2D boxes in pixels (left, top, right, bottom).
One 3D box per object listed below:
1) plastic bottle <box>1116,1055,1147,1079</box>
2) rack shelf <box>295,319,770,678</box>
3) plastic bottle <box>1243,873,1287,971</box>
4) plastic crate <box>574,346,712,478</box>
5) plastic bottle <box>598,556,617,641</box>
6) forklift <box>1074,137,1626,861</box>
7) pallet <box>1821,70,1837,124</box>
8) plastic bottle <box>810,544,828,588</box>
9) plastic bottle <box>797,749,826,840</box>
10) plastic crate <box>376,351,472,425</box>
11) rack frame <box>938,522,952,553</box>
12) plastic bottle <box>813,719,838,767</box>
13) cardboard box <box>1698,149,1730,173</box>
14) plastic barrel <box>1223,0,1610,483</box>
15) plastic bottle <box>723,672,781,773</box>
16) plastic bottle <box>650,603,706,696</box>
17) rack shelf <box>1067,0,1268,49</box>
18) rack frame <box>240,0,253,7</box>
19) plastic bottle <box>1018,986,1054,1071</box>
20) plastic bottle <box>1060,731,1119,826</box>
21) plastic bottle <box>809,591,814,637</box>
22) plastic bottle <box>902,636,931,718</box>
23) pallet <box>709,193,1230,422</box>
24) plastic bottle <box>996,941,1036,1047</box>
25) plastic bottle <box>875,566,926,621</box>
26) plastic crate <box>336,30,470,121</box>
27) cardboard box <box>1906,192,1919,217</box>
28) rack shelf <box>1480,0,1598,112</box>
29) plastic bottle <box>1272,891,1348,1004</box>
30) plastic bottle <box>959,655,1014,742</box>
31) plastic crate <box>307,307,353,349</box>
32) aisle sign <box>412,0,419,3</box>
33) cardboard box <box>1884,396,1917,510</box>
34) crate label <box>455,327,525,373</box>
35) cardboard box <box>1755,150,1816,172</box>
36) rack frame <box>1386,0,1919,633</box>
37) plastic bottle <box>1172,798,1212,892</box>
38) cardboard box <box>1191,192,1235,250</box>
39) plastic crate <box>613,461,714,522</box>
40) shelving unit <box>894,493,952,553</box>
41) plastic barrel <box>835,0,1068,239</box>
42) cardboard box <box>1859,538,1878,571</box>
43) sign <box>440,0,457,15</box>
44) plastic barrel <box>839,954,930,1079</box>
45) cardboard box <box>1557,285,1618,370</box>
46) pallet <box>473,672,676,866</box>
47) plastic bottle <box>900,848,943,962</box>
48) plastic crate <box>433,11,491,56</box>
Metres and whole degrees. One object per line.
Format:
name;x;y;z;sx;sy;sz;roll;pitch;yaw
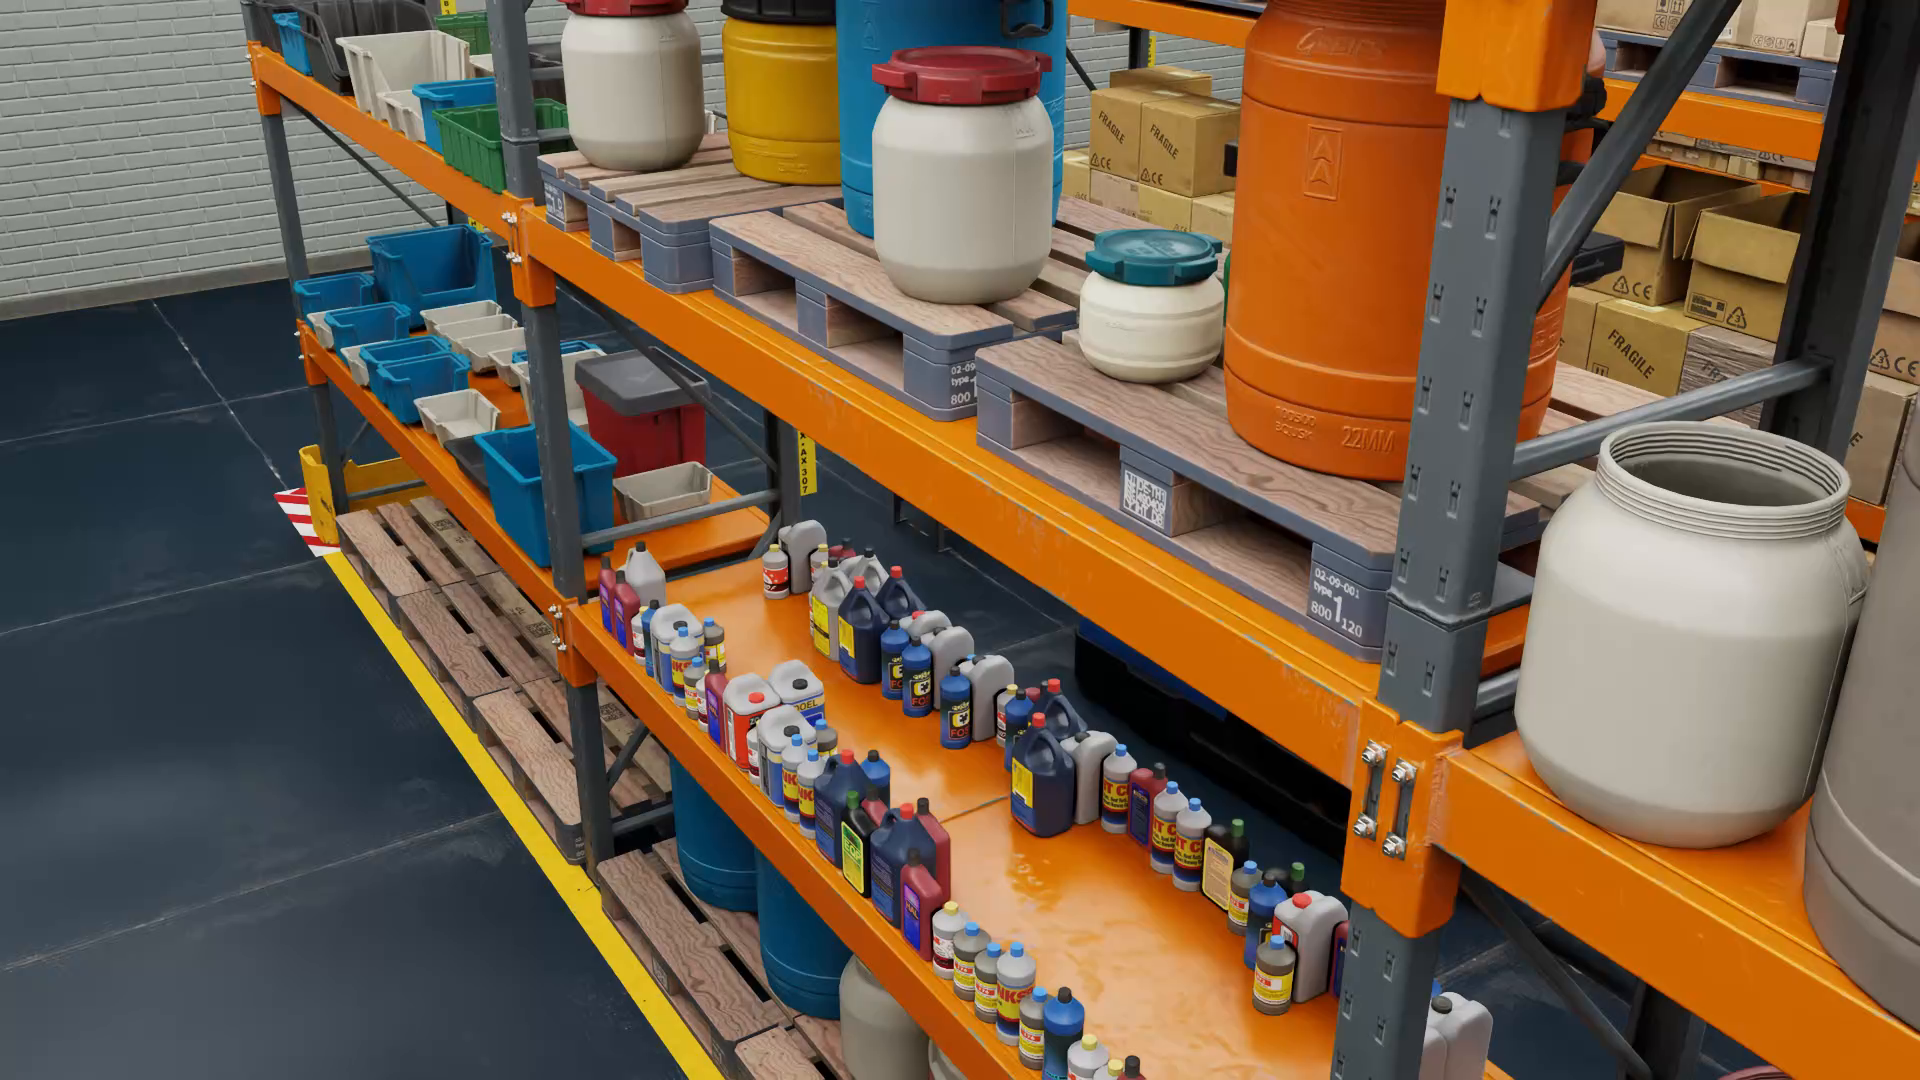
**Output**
plastic bottle;0.397;1.278;3.666;0.061;0.283;0.133;-16;29;-30
rack shelf;-2.174;-0.468;8.070;1.077;0.370;4.000;-16;29;-30
plastic bottle;0.792;0.982;4.307;0.097;0.271;0.097;0;25;0
plastic crate;-1.360;-0.512;7.175;0.402;0.464;0.583;-16;29;-30
plastic bottle;-1.240;0.206;5.937;0.061;0.283;0.133;-16;29;-30
forklift;1.843;-0.228;6.799;1.130;2.935;3.031;-18;30;-33
pallet;4.242;-1.689;6.523;1.003;0.211;1.213;-14;29;-27
plastic bottle;-0.510;0.113;6.230;0.097;0.201;0.097;0;25;0
plastic bottle;-0.423;0.732;4.837;0.097;0.271;0.097;0;25;0
plastic crate;-2.524;-0.716;7.880;0.416;0.233;0.300;-16;29;-30
rack frame;0.043;-0.921;9.242;0.400;2.100;0.015;-16;29;-30
plastic bottle;-0.422;0.645;5.103;0.097;0.201;0.097;0;25;0
cardboard box;5.891;-2.930;12.738;0.380;0.149;0.250;-14;29;-28
plastic barrel;0.794;-0.591;2.980;0.600;0.830;0.708;-16;29;-30
plastic bottle;-0.643;0.564;5.187;0.152;0.276;0.135;-16;29;-30
plastic bottle;-0.949;0.364;5.611;0.152;0.276;0.135;-16;29;-30
rack shelf;1.976;-2.978;9.874;1.077;0.370;4.000;-16;29;-30
rack frame;-3.266;-4.221;8.151;1.000;3.000;0.127;-16;29;-30
plastic bottle;0.190;1.165;4.001;0.097;0.201;0.097;0;25;0
plastic bottle;0.379;0.683;4.935;0.152;0.276;0.135;-16;29;-30
plastic bottle;-0.491;0.244;5.952;0.097;0.201;0.097;0;25;0
plastic bottle;-0.142;0.441;5.453;0.097;0.271;0.097;0;25;0
pallet;0.049;-0.686;4.397;1.003;0.211;1.213;-16;29;-30
plastic bottle;0.137;1.099;4.060;0.097;0.271;0.097;0;25;0
plastic bottle;-0.205;0.263;5.736;0.144;0.351;0.185;-16;29;-30
plastic crate;-2.315;-1.947;6.985;0.437;0.282;0.530;-16;29;-30
cardboard box;6.694;-2.352;11.514;0.380;0.149;0.250;-16;30;-31
rack shelf;2.193;-0.138;0.813;1.077;0.370;4.000;-16;29;-30
plastic bottle;0.883;1.014;4.235;0.152;0.276;0.135;-16;29;-30
plastic bottle;0.079;0.486;5.352;0.152;0.276;0.135;-16;29;-30
plastic crate;-3.301;-1.117;8.841;0.250;0.136;0.298;-16;29;-30
aisle sign;-3.060;-2.778;9.076;0.394;0.787;0.004;-16;29;-30
cardboard box;4.221;-0.330;6.818;0.500;0.500;0.500;-17;30;-31
crate label;-2.350;-0.966;8.521;0.396;0.136;0.243;-16;29;-30
cardboard box;6.225;-3.003;12.131;0.500;0.500;0.500;-16;29;-30
rack frame;1.101;-1.360;2.089;1.000;3.000;0.127;-16;29;-30
plastic bottle;0.644;0.838;4.613;0.097;0.271;0.097;0;25;0
cardboard box;1.770;-1.944;10.182;0.500;0.250;0.500;-16;30;-31
plastic crate;-1.217;-0.185;6.867;0.396;0.136;0.243;-16;29;-30
shelving unit;-0.090;-1.009;9.427;0.431;2.100;0.503;-16;29;-30
plastic barrel;-0.022;-1.276;4.346;0.600;0.901;0.708;-16;29;-30
cardboard box;4.412;0.397;7.391;1.225;0.875;0.875;-15;29;-29
sign;-2.814;-2.951;9.097;0.100;0.325;0.005;-16;29;-30
plastic barrel;-0.180;1.532;5.413;0.421;0.512;0.421;0;25;0
cardboard box;3.109;-1.054;8.353;0.500;0.500;0.500;-15;29;-29
pallet;-1.516;0.929;7.534;1.003;0.211;1.213;-16;29;-30
plastic bottle;-0.101;0.952;4.357;0.061;0.283;0.133;-16;29;-30
plastic crate;-2.488;-2.483;8.230;0.450;0.188;0.336;-16;29;-30
